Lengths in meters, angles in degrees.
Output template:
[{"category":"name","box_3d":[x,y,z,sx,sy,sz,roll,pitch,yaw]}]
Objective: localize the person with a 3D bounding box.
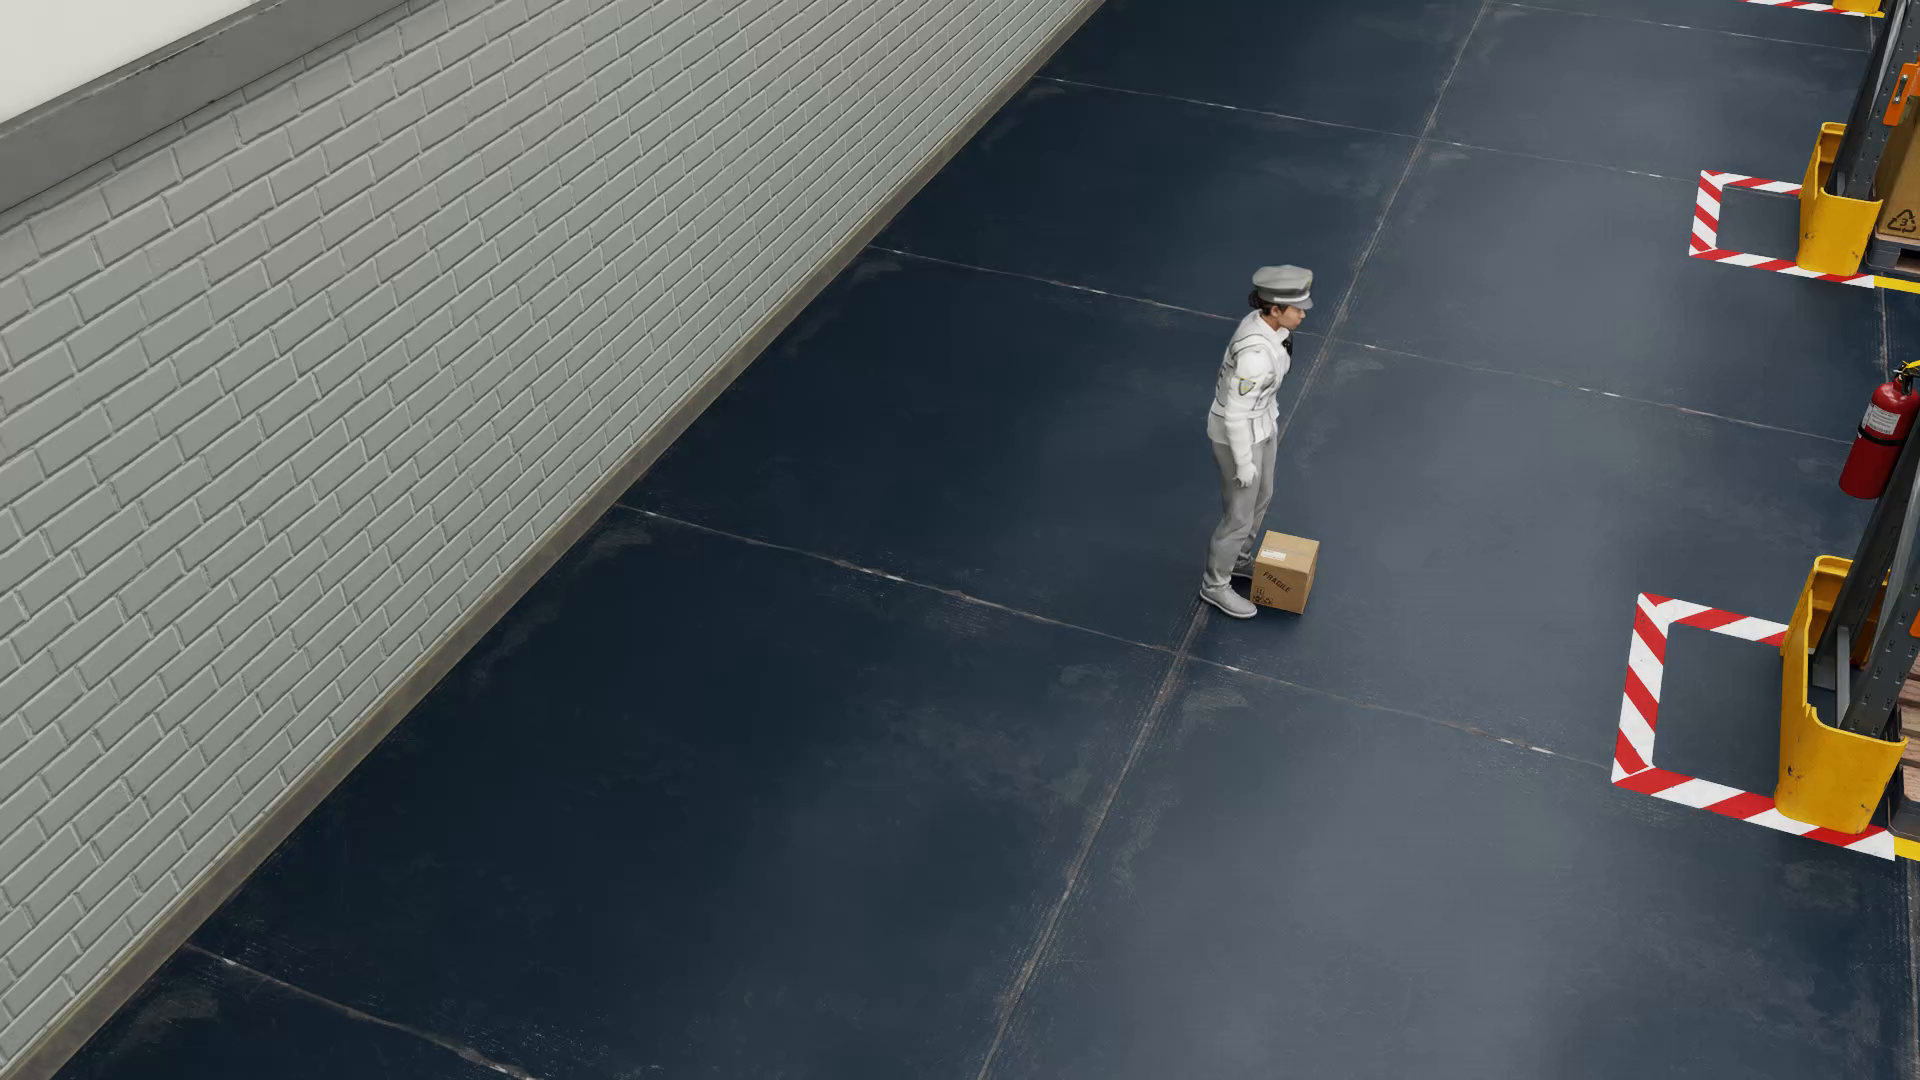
[{"category":"person","box_3d":[1.307,-0.455,7.403,0.403,1.664,0.528,14,40,18]}]
